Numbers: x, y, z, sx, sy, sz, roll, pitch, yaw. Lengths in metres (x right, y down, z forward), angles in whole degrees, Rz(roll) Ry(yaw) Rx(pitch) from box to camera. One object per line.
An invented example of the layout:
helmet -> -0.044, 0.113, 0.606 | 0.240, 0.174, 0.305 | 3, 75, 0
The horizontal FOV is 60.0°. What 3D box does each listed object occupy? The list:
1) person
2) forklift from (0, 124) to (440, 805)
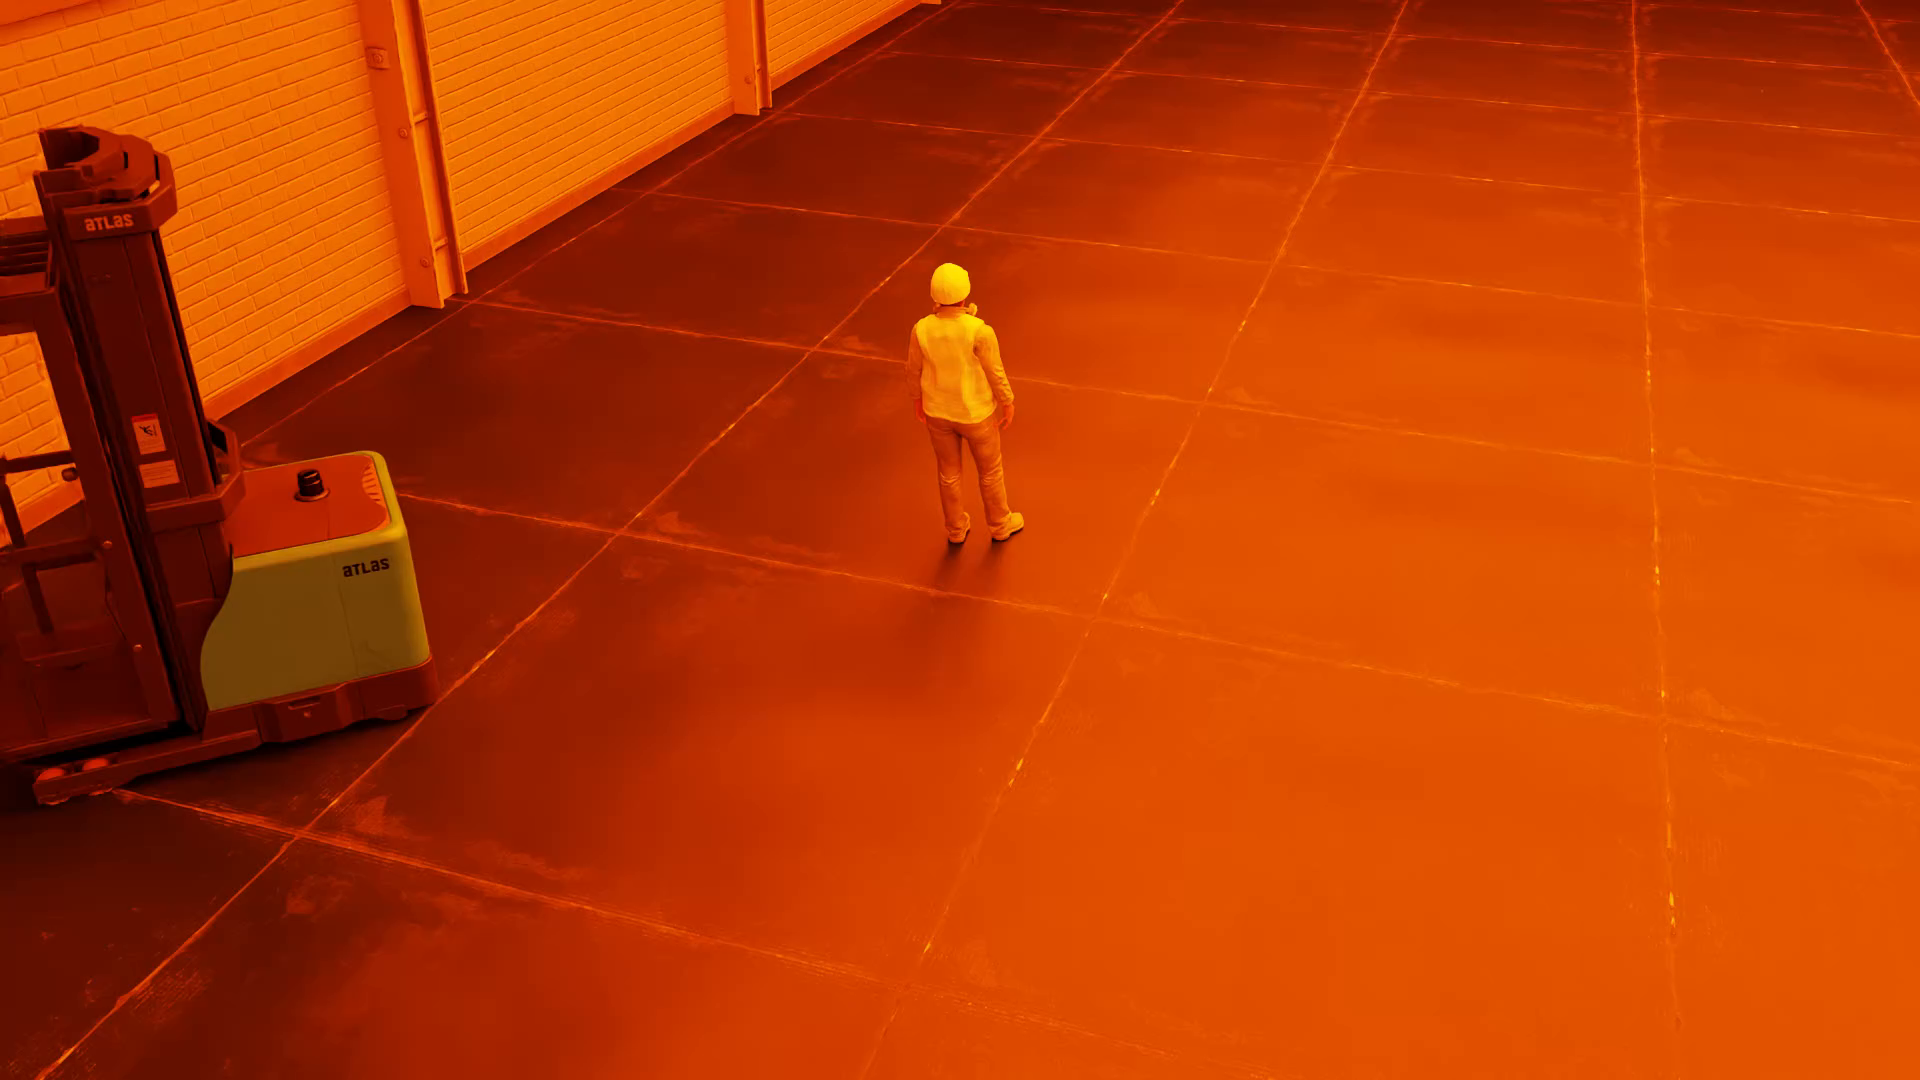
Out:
person -> 0.028, -0.805, 9.702 | 0.632, 1.773, 0.568 | 10, 31, 16
forklift -> -4.240, -0.317, 7.692 | 3.031, 2.935, 1.130 | -12, 32, -21
